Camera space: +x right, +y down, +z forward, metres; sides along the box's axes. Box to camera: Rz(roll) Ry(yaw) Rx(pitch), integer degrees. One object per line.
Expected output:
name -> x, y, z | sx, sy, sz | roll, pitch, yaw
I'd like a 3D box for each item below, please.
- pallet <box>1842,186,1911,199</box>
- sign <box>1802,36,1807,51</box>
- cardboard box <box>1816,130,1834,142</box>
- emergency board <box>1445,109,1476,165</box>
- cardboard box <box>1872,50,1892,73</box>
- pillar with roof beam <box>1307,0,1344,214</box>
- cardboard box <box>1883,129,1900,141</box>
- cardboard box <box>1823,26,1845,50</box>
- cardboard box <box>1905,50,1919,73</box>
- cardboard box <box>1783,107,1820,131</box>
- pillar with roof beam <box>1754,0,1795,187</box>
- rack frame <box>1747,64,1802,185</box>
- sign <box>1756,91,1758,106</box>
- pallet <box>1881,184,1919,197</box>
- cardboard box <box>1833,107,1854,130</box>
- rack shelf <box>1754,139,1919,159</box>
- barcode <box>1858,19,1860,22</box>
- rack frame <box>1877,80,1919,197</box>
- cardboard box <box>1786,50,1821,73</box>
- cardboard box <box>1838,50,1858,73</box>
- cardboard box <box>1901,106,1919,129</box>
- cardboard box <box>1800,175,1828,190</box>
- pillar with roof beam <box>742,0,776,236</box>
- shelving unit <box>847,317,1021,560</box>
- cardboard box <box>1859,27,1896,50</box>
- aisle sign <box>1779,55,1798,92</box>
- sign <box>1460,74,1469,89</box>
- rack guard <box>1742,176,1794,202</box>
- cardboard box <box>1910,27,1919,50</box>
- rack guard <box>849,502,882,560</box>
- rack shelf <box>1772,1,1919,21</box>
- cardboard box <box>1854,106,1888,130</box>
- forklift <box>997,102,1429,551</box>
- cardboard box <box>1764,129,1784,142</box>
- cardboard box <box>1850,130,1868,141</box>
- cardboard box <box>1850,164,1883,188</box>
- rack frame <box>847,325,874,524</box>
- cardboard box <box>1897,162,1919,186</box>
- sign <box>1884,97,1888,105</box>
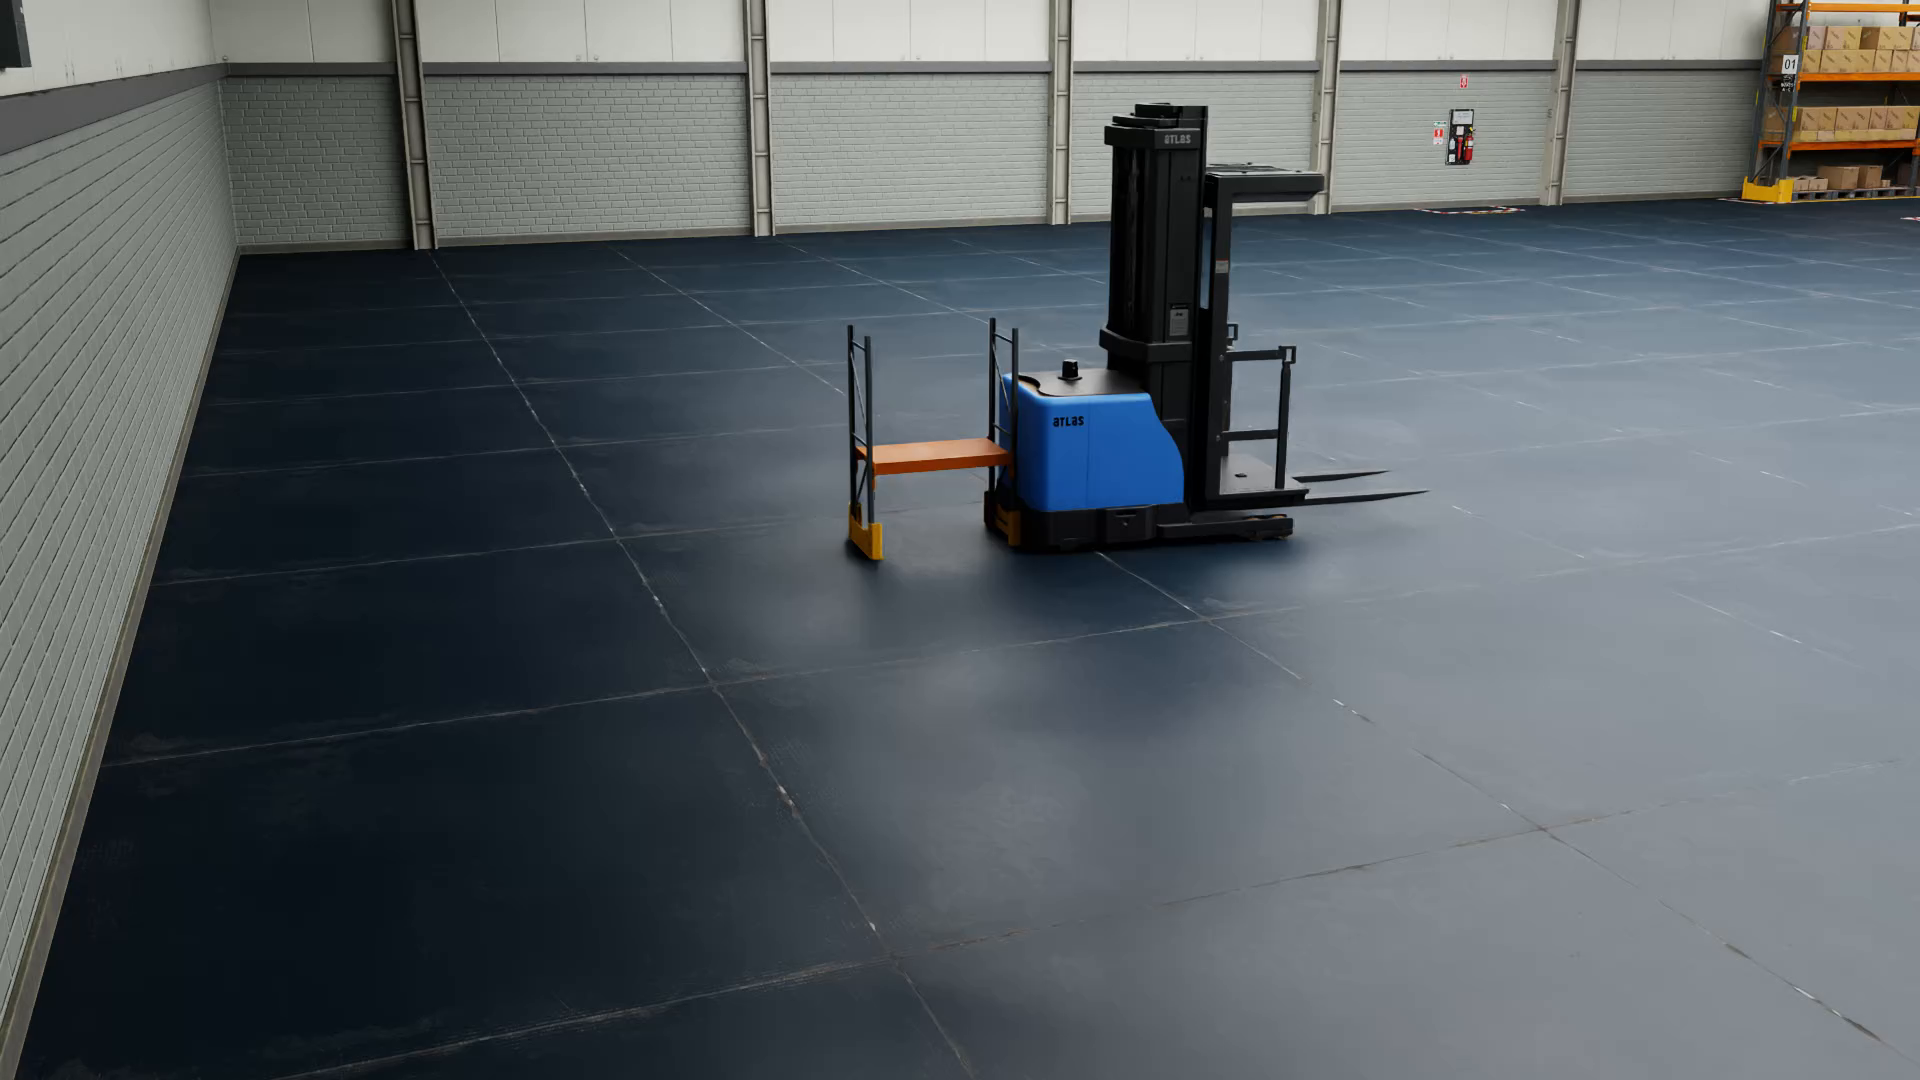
pallet -> 21.530, -8.210, 39.181 | 1.213, 0.211, 1.003 | -6, 17, -20
sign -> 18.604, -10.937, 36.645 | 0.005, 0.325, 0.100 | -6, 17, -20
cardboard box -> 19.458, -9.181, 37.770 | 0.500, 0.250, 0.500 | -7, 18, -22
emergency board -> 10.829, -8.676, 35.818 | 0.643, 1.169, 0.194 | -6, 17, -20
cardboard box -> 20.781, -10.892, 37.830 | 0.500, 0.500, 0.500 | -7, 18, -22
pillar with roof beam -> 9.088, -10.056, 29.870 | 0.400, 9.000, 9.100 | -6, 17, -20
cardboard box -> 21.342, -9.387, 38.471 | 0.500, 0.250, 0.500 | -6, 17, -20
cardboard box -> 19.342, -11.210, 37.138 | 0.500, 0.500, 0.500 | -6, 18, -21
cardboard box -> 21.759, -11.006, 38.215 | 0.500, 0.500, 0.500 | -6, 17, -19
cardboard box -> 18.963, -9.488, 37.484 | 0.500, 0.500, 0.500 | -6, 17, -20
pillar with roof beam -> 20.294, -11.266, 33.990 | 0.400, 9.000, 9.100 | -6, 17, -20
rack frame -> 18.409, -9.222, 37.677 | 0.127, 3.000, 1.000 | -6, 17, -20
sign -> 18.229, -10.077, 37.974 | 0.005, 0.325, 0.100 | -6, 17, -20
pallet -> 22.871, -8.366, 39.712 | 1.213, 0.211, 1.003 | -6, 17, -20
cardboard box -> 19.912, -9.586, 37.817 | 0.500, 0.500, 0.500 | -7, 18, -22
rack shelf -> 20.277, -9.078, 38.465 | 4.000, 0.370, 1.077 | -6, 17, -20
barcode -> 20.693, -11.949, 38.268 | 0.075, 0.075, 0.001 | -6, 17, -20
rack frame -> 22.144, -9.625, 39.051 | 0.127, 3.000, 1.000 | -6, 17, -20
cardboard box -> 18.811, -10.686, 37.128 | 0.500, 0.500, 0.500 | -6, 17, -19
cardboard box -> 19.809, -10.785, 37.463 | 0.500, 0.500, 0.500 | -5, 17, -18
cardboard box -> 21.814, -9.793, 38.524 | 0.500, 0.500, 0.500 | -6, 17, -20
cardboard box -> 19.620, -8.246, 38.347 | 0.500, 0.311, 0.500 | -5, 17, -15
pillar with roof beam -> -2.117, -8.846, 25.750 | 0.400, 9.000, 9.100 | -6, 17, -20
shelving unit -> -0.177, -0.711, 11.357 | 1.083, 1.500, 0.587 | -5, 17, -17
cardboard box -> 20.782, -11.366, 37.669 | 0.500, 0.500, 0.500 | -7, 18, -22
aisle sign -> 18.449, -10.383, 37.017 | 0.004, 0.787, 0.394 | -6, 17, -20
sign -> 10.786, -9.813, 35.578 | 0.199, 0.298, 0.001 | -6, 17, -20
rack guard -> 18.480, -8.030, 38.056 | 0.348, 0.500, 1.175 | -6, 17, -20
cardboard box -> 21.774, -11.480, 38.055 | 0.500, 0.500, 0.500 | -8, 18, -25
rack guard -> -0.650, -0.067, 11.384 | 0.087, 0.250, 0.587 | -5, 17, -17
rack shelf -> 20.277, -11.955, 37.620 | 4.000, 0.370, 1.077 | -6, 17, -20
cardboard box -> 20.875, -9.694, 38.184 | 0.500, 0.500, 0.500 | -7, 18, -22
forklift -> 1.840, -1.536, 11.627 | 3.031, 2.935, 1.130 | -4, 17, -13
cardboard box -> 18.776, -9.257, 38.030 | 0.500, 0.250, 0.500 | -6, 17, -19
cardboard box -> 20.409, -9.281, 38.111 | 0.500, 0.250, 0.500 | -6, 17, -20
cardboard box -> 21.190, -8.521, 38.949 | 0.500, 0.500, 0.500 | -8, 18, -24
rack frame -> -0.669, -0.665, 11.202 | 0.032, 1.500, 0.500 | -5, 17, -17
cardboard box -> 22.826, -8.715, 39.608 | 0.500, 0.500, 0.700 | -6, 17, -18
sign -> 21.942, -10.326, 39.383 | 0.005, 0.325, 0.100 | -6, 17, -20
